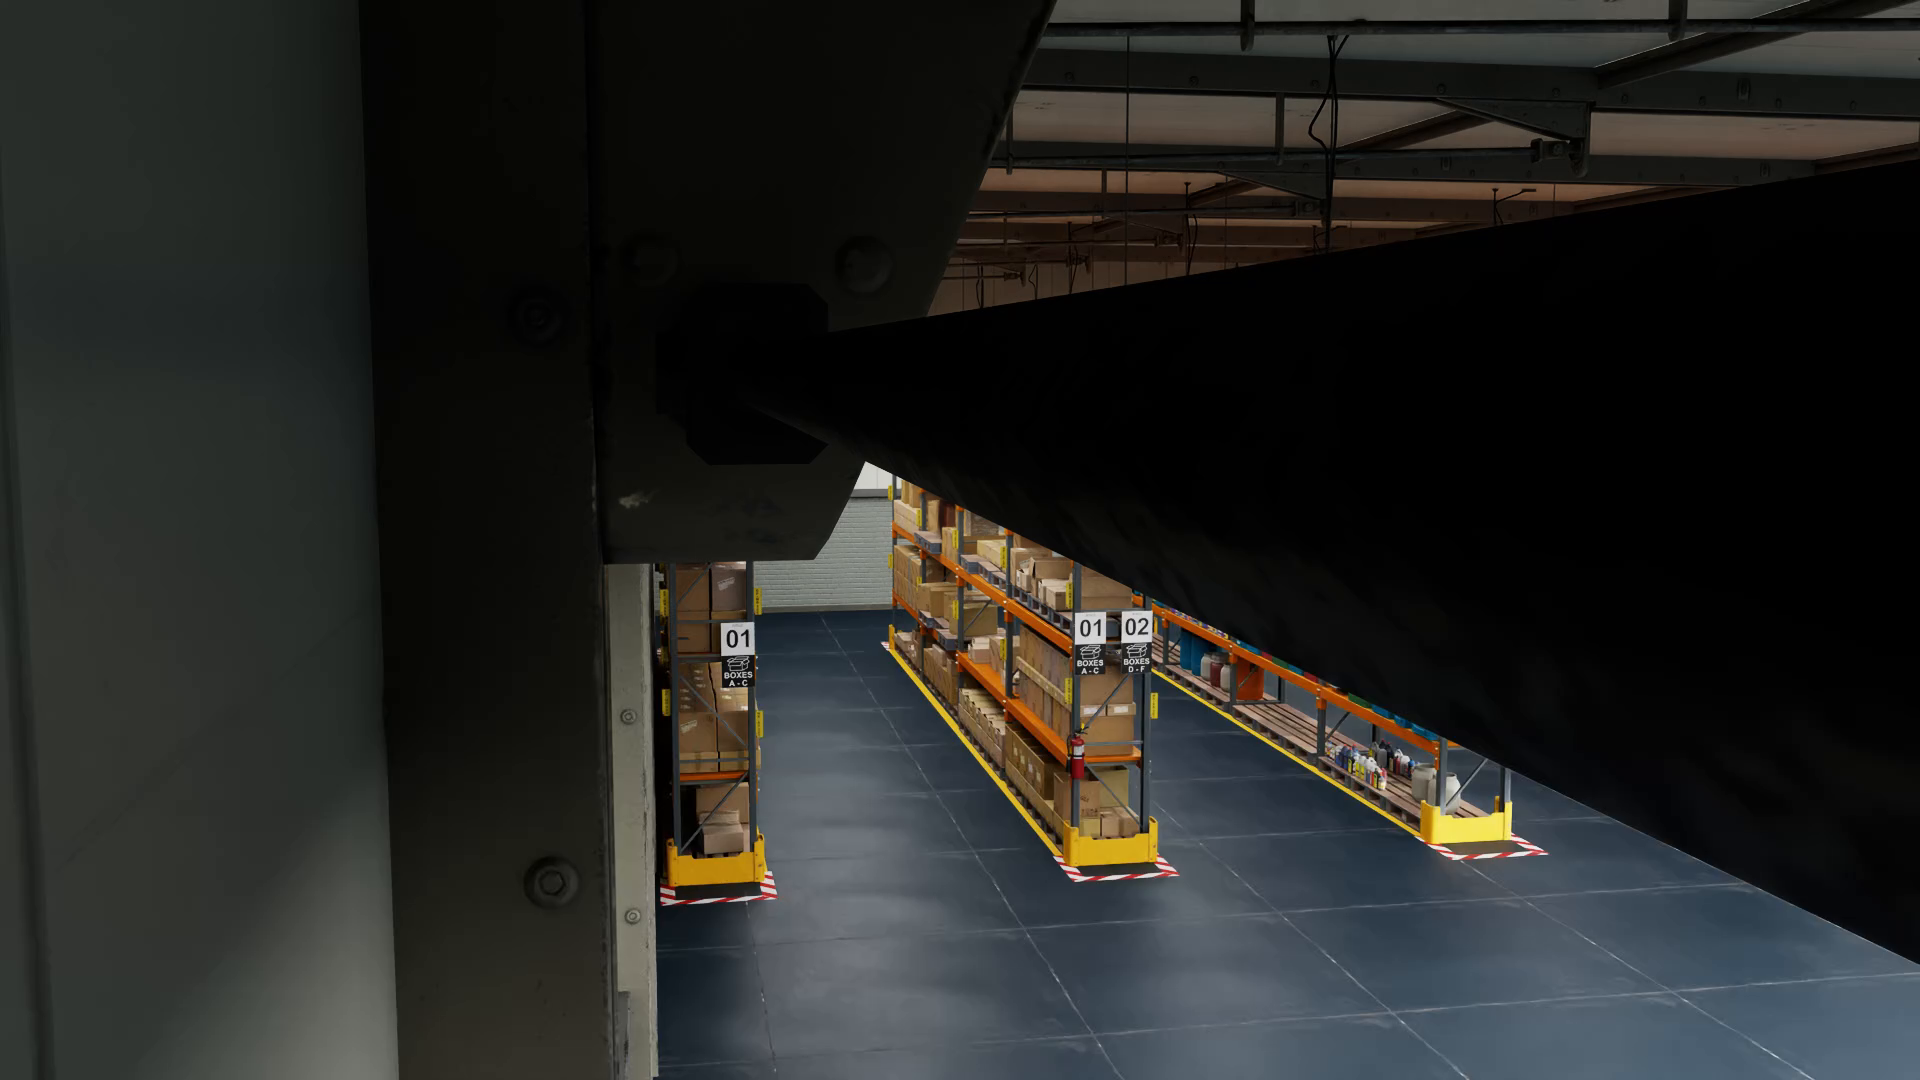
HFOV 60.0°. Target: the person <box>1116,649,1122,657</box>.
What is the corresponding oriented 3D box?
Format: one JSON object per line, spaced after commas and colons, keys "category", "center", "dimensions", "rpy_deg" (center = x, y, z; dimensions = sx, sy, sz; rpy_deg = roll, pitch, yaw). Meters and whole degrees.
{"category": "person", "center": [3.133, 1.755, 34.506], "dimensions": [0.501, 1.618, 0.923], "rpy_deg": [1, 6, 13]}
